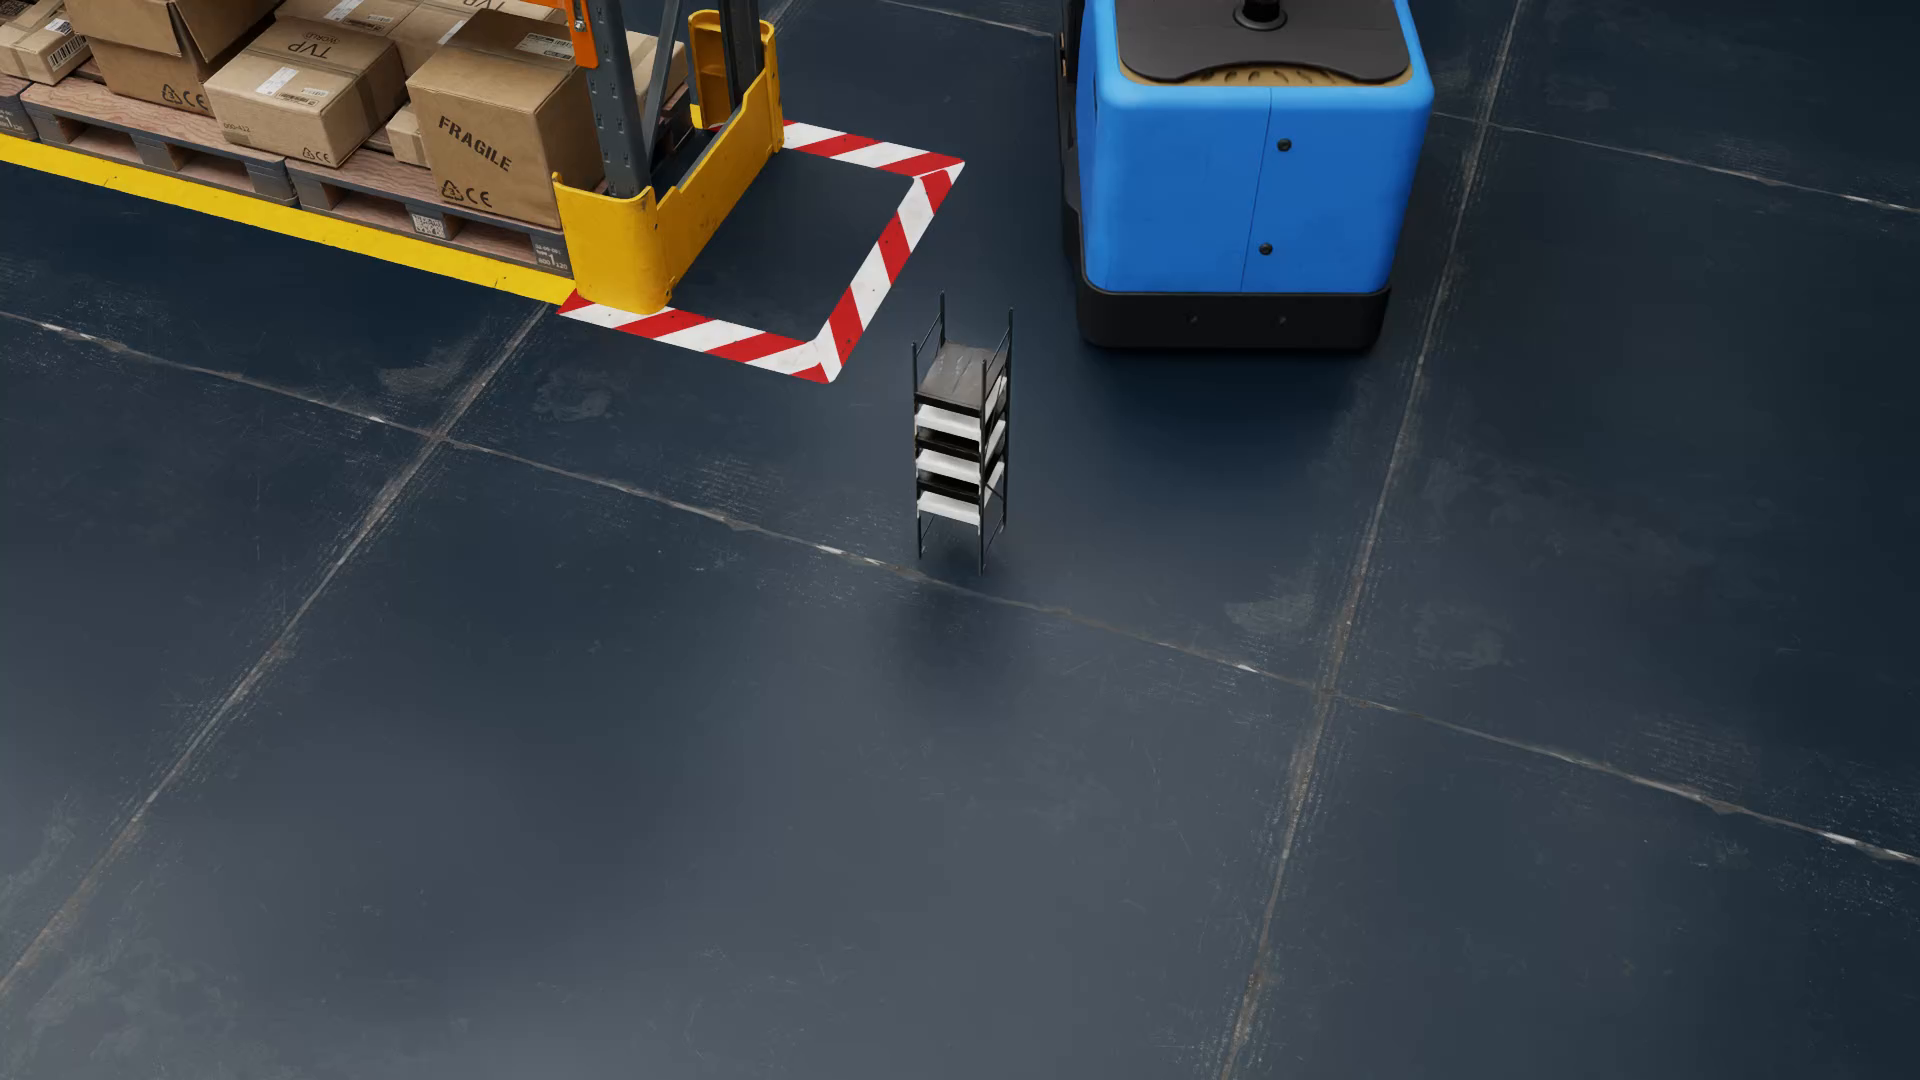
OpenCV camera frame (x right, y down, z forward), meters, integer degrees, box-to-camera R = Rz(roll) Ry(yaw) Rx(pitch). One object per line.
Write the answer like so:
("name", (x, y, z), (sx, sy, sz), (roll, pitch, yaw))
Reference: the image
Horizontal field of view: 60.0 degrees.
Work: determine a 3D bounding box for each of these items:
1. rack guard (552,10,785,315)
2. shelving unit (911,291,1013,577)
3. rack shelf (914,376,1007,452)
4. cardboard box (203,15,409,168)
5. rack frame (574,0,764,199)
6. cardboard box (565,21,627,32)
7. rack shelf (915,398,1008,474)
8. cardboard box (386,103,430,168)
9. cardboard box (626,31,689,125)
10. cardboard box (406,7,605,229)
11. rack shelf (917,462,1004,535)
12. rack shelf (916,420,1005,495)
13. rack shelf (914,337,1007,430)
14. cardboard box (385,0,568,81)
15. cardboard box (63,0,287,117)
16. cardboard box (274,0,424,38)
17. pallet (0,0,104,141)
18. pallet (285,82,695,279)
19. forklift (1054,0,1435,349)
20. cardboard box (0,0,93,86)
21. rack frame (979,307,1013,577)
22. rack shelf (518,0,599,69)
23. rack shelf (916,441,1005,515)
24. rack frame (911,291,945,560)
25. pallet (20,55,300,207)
("rack guard", (-1.044, -1.414, 6.144), (0.348, 0.500, 1.175), (16, 51, 13))
("shelving unit", (0.008, -0.293, 4.908), (0.210, 0.900, 0.258), (16, 51, 13))
("rack shelf", (0.008, -0.389, 4.797), (0.200, 0.077, 0.258), (16, 51, 13))
("cardboard box", (-2.449, -1.694, 6.261), (0.500, 0.250, 0.500), (16, 51, 13))
("rack frame", (-0.973, -2.212, 5.183), (0.127, 3.000, 1.000), (16, 51, 13))
("cardboard box", (-1.481, -1.847, 6.450), (0.250, 0.166, 0.380), (16, 51, 13))
("rack shelf", (0.008, -0.330, 4.865), (0.200, 0.077, 0.258), (16, 51, 13))
("cardboard box", (-1.917, -1.566, 6.206), (0.250, 0.166, 0.380), (16, 51, 13))
("cardboard box", (-1.246, -1.776, 6.400), (0.250, 0.149, 0.380), (16, 51, 13))
("cardboard box", (-1.568, -1.506, 5.933), (0.500, 0.500, 0.500), (16, 51, 13))
("rack shelf", (0.008, -0.153, 5.069), (0.200, 0.077, 0.258), (16, 51, 13))
("rack shelf", (0.008, -0.271, 4.933), (0.200, 0.077, 0.258), (16, 51, 13))
("rack shelf", (0.008, -0.448, 4.729), (0.200, 0.077, 0.258), (16, 51, 13))
("cardboard box", (-1.853, -1.930, 6.467), (0.500, 0.250, 0.500), (16, 51, 13))
("cardboard box", (-2.961, -2.098, 6.444), (0.637, 0.503, 0.797), (16, 51, 13))
("cardboard box", (-2.322, -2.061, 6.580), (0.500, 0.250, 0.500), (16, 51, 13))
("pallet", (-4.081, -2.166, 6.988), (1.213, 0.211, 1.003), (16, 51, 13))
("pallet", (-1.792, -1.527, 6.434), (1.213, 0.211, 1.003), (16, 51, 13))
("forklift", (0.949, -2.717, 5.666), (1.130, 2.935, 3.031), (0, 49, 0))
("cardboard box", (-3.591, -1.993, 6.576), (0.250, 0.166, 0.380), (16, 51, 13))
("rack frame", (0.103, -0.266, 4.885), (0.006, 0.900, 0.240), (16, 51, 13))
("rack shelf", (-2.849, -2.501, 5.908), (4.000, 0.370, 1.077), (16, 51, 13))
("rack shelf", (0.008, -0.212, 5.001), (0.200, 0.077, 0.258), (16, 51, 13))
("rack frame", (-0.088, -0.319, 4.931), (0.006, 0.900, 0.240), (16, 51, 13))
("pallet", (-2.933, -1.848, 6.712), (1.213, 0.211, 1.003), (16, 51, 13))
